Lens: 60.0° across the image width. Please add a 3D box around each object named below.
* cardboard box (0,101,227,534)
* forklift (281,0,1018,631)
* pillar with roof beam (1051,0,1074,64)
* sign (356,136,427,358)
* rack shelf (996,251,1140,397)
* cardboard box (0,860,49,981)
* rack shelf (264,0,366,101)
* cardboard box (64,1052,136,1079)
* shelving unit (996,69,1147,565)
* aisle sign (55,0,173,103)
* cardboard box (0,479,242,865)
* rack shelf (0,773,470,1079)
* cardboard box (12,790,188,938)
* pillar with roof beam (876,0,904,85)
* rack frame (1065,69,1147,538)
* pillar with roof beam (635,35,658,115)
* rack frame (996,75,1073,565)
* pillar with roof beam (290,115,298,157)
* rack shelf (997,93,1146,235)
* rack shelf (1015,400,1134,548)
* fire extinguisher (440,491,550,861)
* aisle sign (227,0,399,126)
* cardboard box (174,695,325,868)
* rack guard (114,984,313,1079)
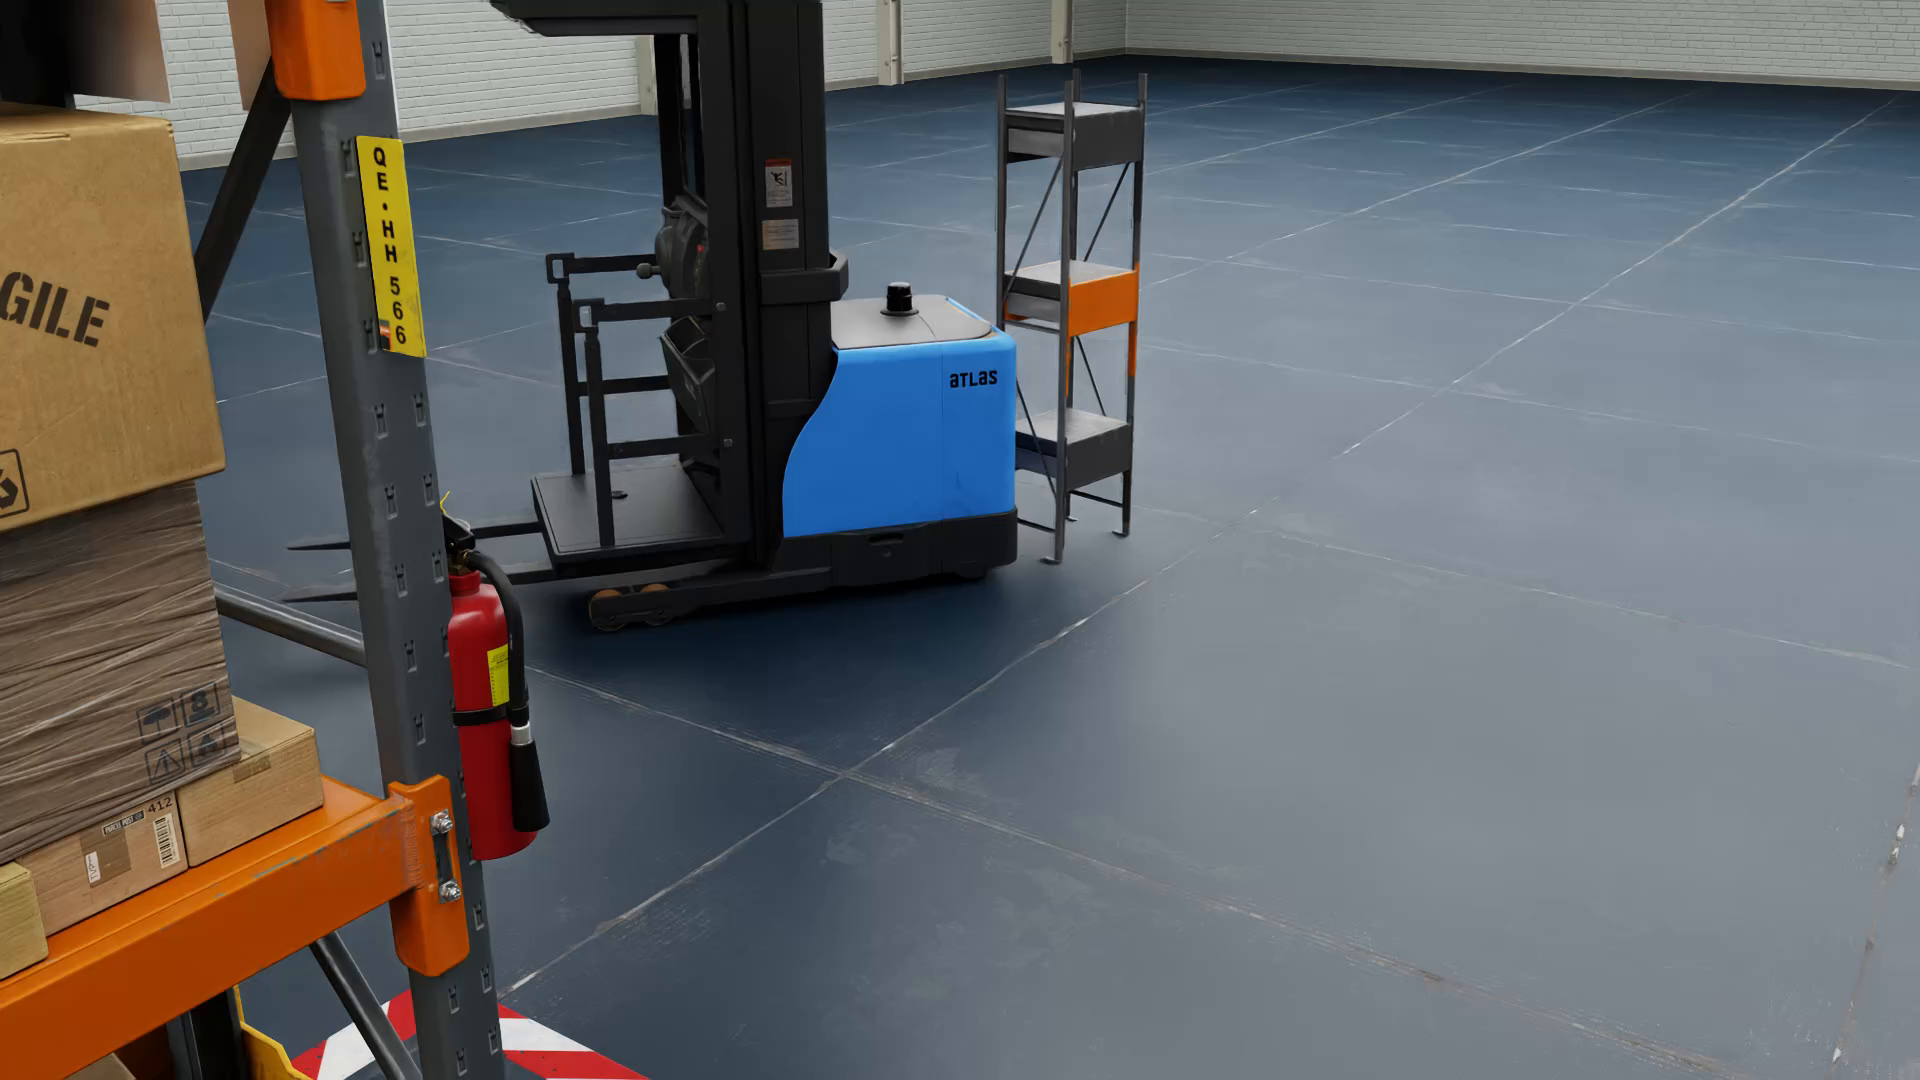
[{"bbox_3d":[-1.409,-0.312,2.270,0.500,0.500,0.500,13,24,32],"label":"cardboard box"},{"bbox_3d":[-1.322,-1.209,6.809,3.031,2.935,1.130,-7,21,-18],"label":"forklift"},{"bbox_3d":[5.681,-13.320,30.803,9.100,9.000,0.400,13,24,32],"label":"pillar with roof beam"},{"bbox_3d":[-0.856,-0.440,2.506,0.100,0.325,0.005,13,24,32],"label":"sign"},{"bbox_3d":[0.479,-0.972,7.404,0.431,0.518,0.480,18,27,40],"label":"rack shelf"},{"bbox_3d":[-1.532,0.531,2.369,0.380,0.149,0.250,13,24,32],"label":"cardboard box"},{"bbox_3d":[-2.428,-0.358,1.123,1.077,0.370,4.000,13,24,32],"label":"rack shelf"},{"bbox_3d":[-1.669,1.289,2.955,0.500,0.500,0.500,19,28,42],"label":"cardboard box"},{"bbox_3d":[0.479,-0.984,7.400,0.431,2.100,0.503,18,27,40],"label":"shelving unit"},{"bbox_3d":[-1.517,-1.158,2.825,0.394,0.787,0.004,13,24,32],"label":"aisle sign"},{"bbox_3d":[-1.636,0.104,2.588,0.875,0.500,0.500,13,24,32],"label":"cardboard box"},{"bbox_3d":[-2.428,1.049,1.643,1.077,0.370,4.000,13,24,32],"label":"rack shelf"},{"bbox_3d":[-1.434,0.449,2.590,0.380,0.149,0.250,13,24,32],"label":"cardboard box"},{"bbox_3d":[2.308,-11.598,26.149,9.100,9.000,0.400,13,24,32],"label":"pillar with roof beam"},{"bbox_3d":[0.647,-1.046,7.566,0.400,2.100,0.015,18,27,40],"label":"rack frame"},{"bbox_3d":[-1.065,-9.877,21.495,9.100,9.000,0.400,13,24,32],"label":"pillar with roof beam"},{"bbox_3d":[0.311,-0.923,7.234,0.400,2.100,0.015,18,27,40],"label":"rack frame"},{"bbox_3d":[-4.438,-8.155,16.841,9.100,9.000,0.400,13,24,32],"label":"pillar with roof beam"},{"bbox_3d":[0.479,-1.628,7.162,0.431,0.518,0.480,18,27,40],"label":"rack shelf"},{"bbox_3d":[0.479,-0.315,7.647,0.431,0.518,0.480,18,27,40],"label":"rack shelf"},{"bbox_3d":[-0.858,0.231,2.929,0.296,0.674,0.183,13,24,32],"label":"fire extinguisher"},{"bbox_3d":[-1.021,-1.041,2.508,0.394,0.787,0.004,13,24,32],"label":"aisle sign"},{"bbox_3d":[-1.293,0.377,2.783,0.380,0.149,0.250,13,24,32],"label":"cardboard box"},{"bbox_3d":[-1.347,1.332,3.444,1.175,0.500,0.348,13,24,32],"label":"rack guard"}]
